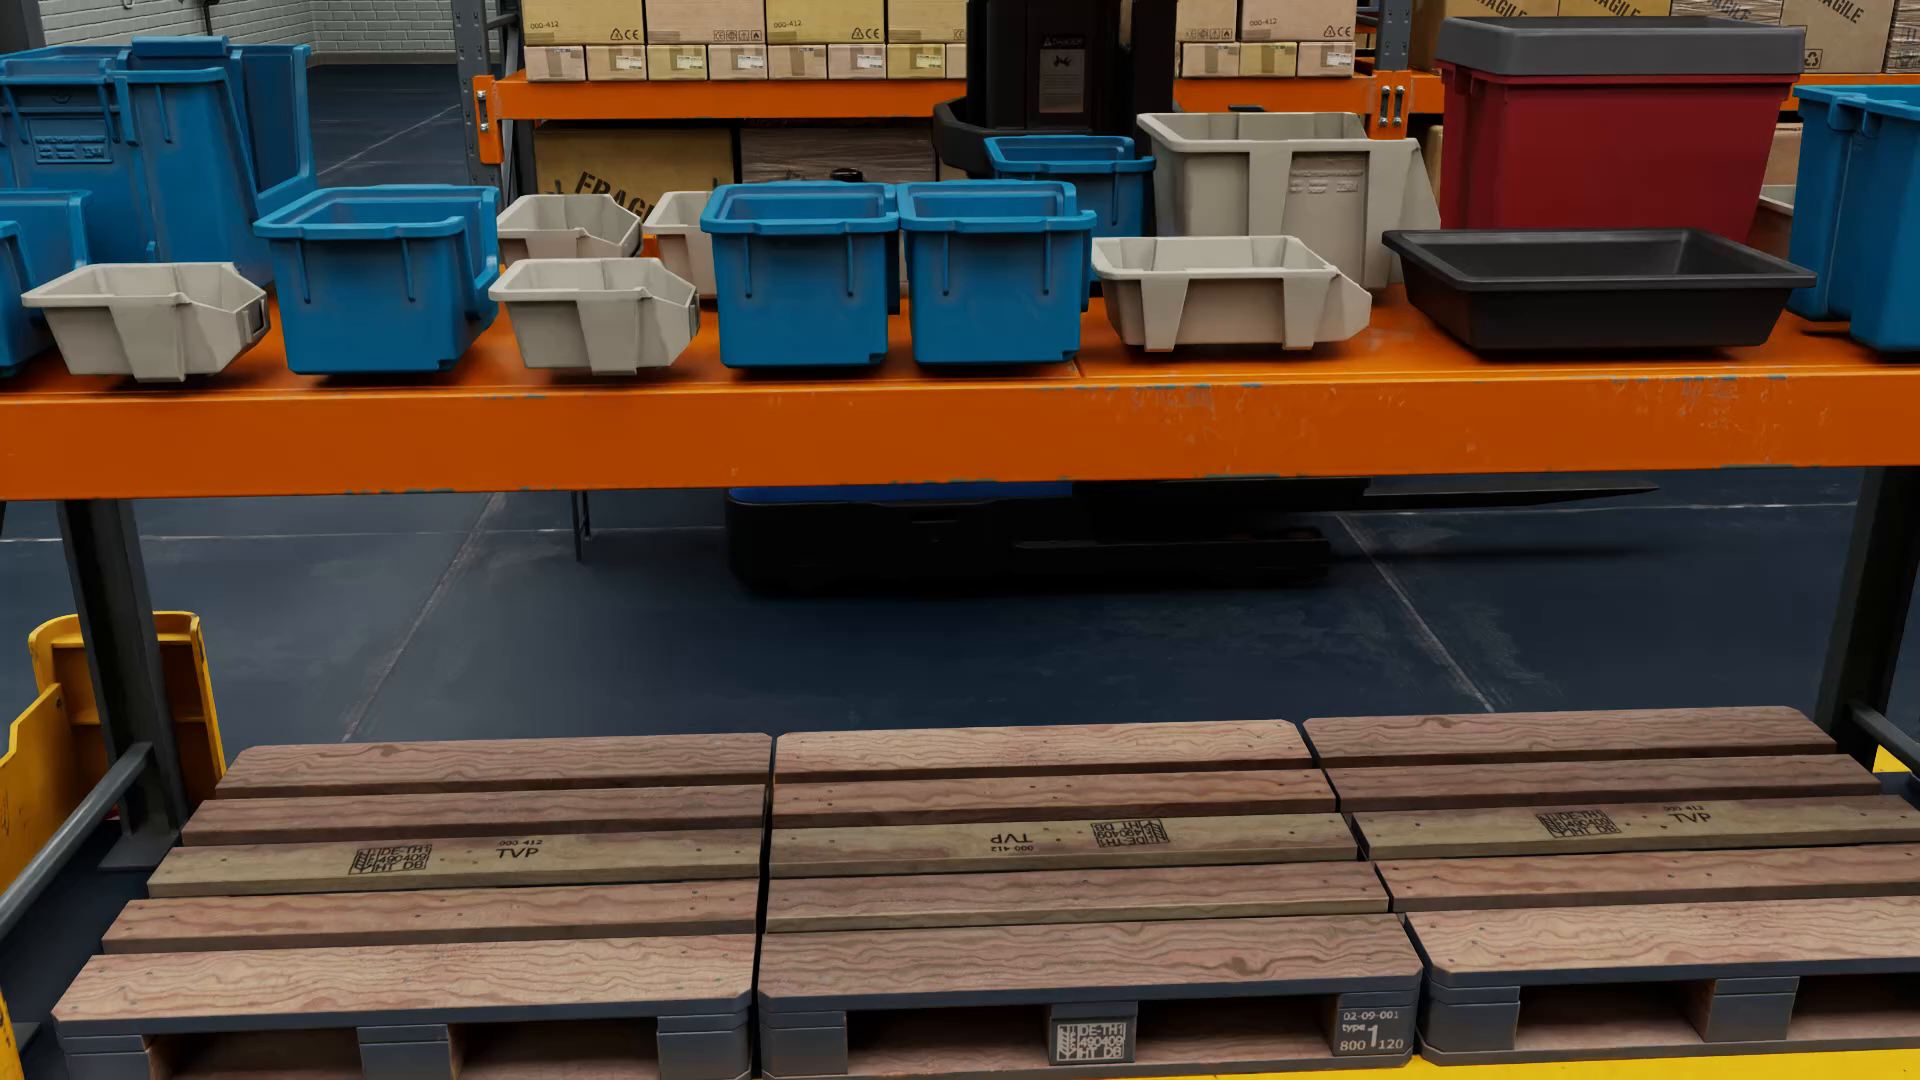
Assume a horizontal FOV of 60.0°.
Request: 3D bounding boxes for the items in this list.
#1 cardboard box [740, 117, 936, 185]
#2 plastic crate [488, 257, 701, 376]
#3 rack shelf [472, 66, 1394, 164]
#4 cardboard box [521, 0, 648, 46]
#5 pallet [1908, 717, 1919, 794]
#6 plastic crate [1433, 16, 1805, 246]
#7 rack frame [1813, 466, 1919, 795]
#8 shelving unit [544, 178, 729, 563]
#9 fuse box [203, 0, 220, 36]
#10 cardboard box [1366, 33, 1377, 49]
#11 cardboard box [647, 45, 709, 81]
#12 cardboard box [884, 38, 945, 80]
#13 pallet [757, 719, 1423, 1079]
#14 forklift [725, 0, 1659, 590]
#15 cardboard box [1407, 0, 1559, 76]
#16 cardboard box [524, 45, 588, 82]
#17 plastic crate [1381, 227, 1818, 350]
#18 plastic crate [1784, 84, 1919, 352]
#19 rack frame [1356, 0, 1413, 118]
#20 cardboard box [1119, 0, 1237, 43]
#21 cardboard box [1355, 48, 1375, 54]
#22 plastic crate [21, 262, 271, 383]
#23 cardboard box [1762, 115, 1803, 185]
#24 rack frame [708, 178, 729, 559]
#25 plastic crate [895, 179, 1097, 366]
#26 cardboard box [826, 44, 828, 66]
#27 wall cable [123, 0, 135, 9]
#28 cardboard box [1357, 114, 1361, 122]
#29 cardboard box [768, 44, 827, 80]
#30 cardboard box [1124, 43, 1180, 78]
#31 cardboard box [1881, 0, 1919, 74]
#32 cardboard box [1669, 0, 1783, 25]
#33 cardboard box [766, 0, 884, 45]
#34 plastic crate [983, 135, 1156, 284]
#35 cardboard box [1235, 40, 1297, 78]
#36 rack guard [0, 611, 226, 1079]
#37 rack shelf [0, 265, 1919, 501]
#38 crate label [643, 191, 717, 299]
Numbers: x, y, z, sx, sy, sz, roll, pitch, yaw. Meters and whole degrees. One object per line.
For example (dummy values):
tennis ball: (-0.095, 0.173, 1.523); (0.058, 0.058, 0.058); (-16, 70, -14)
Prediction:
cardboard box: (-0.569, -1.590, 7.977); (0.875, 0.875, 0.875); (-1, 21, -3)
plastic crate: (-0.562, -0.351, 2.613); (0.298, 0.136, 0.250); (-1, 21, -3)
rack shelf: (-0.116, -2.031, 7.751); (4.000, 0.370, 1.077); (-1, 21, -3)
cardboard box: (-1.618, -2.309, 7.263); (0.500, 0.250, 0.500); (-2, 21, -4)
pallet: (2.937, 0.654, 3.607); (1.213, 0.211, 1.003); (-1, 21, -3)
plastic crate: (1.258, -0.777, 3.272); (0.583, 0.464, 0.402); (-1, 21, -3)
rack frame: (2.164, -0.648, 3.108); (0.127, 3.000, 1.000); (-1, 21, -3)
shelving unit: (-1.008, -0.535, 5.339); (0.503, 1.200, 0.258); (-2, 21, -4)
fuse box: (-8.281, -5.871, 18.637); (0.414, 1.711, 0.539); (-1, 21, -3)
cardboard box: (4.615, -5.228, 17.533); (0.875, 0.875, 0.875); (-1, 21, -4)
cardboard box: (-1.227, -2.110, 7.301); (0.250, 0.149, 0.380); (-2, 21, -4)
cardboard box: (-0.204, -2.131, 7.355); (0.250, 0.149, 0.380); (-2, 21, -4)
pallet: (0.211, 0.709, 3.461); (1.213, 0.211, 1.003); (-1, 21, -3)
forklift: (0.757, -1.409, 5.203); (3.031, 2.935, 1.130); (-2, 21, -4)
cardboard box: (2.355, -2.375, 7.503); (0.500, 0.500, 0.500); (-1, 21, -3)
cardboard box: (-1.739, -2.099, 7.272); (0.250, 0.149, 0.380); (-1, 21, -2)
plastic crate: (1.062, -0.430, 2.836); (0.590, 0.125, 0.437); (-1, 21, -3)
plastic crate: (1.717, -0.538, 2.757); (0.575, 0.384, 0.392); (-1, 21, -3)
rack frame: (1.881, -2.408, 7.729); (0.127, 3.000, 1.000); (-1, 21, -3)
cardboard box: (0.939, -2.363, 7.405); (0.500, 0.250, 0.500); (-1, 21, -1)
cardboard box: (2.942, -3.661, 12.890); (0.500, 0.250, 0.500); (0, 21, 0)
plastic crate: (-1.239, -0.337, 2.577); (0.298, 0.136, 0.250); (-1, 21, -3)
cardboard box: (3.411, -1.650, 8.134); (0.875, 0.875, 1.225); (-2, 21, -5)
rack frame: (-0.765, -0.541, 5.356); (0.015, 1.200, 0.240); (-2, 21, -4)
plastic crate: (0.050, -0.438, 2.706); (0.300, 0.233, 0.416); (-1, 21, -3)
cardboard box: (-0.756, -2.355, 7.943); (0.250, 0.149, 0.380); (-2, 21, -4)
wall cable: (-8.306, -6.213, 16.253); (0.123, 1.953, 0.585); (-1, 21, -3)
cardboard box: (2.980, -3.132, 12.554); (0.500, 0.500, 0.500); (0, 21, -1)
cardboard box: (-0.713, -2.121, 7.328); (0.250, 0.149, 0.380); (-2, 21, -4)
cardboard box: (0.825, -2.152, 7.411); (0.250, 0.149, 0.380); (-1, 21, -2)
cardboard box: (4.380, -2.418, 7.616); (0.500, 0.500, 0.500); (-2, 21, -5)
cardboard box: (3.356, -2.396, 7.557); (0.500, 0.500, 0.500); (-2, 21, -4)
cardboard box: (-0.597, -2.331, 7.321); (0.500, 0.250, 0.500); (-2, 21, -5)
plastic crate: (0.206, -0.650, 3.263); (0.300, 0.233, 0.416); (-1, 21, -3)
cardboard box: (1.338, -2.162, 7.438); (0.250, 0.149, 0.380); (-1, 21, -2)
rack guard: (-1.853, 0.606, 3.326); (0.348, 0.500, 1.175); (-1, 21, -3)
rack shelf: (0.167, -0.271, 3.129); (4.000, 0.370, 1.077); (-1, 21, -3)
crate label: (-0.459, -0.568, 3.183); (0.243, 0.136, 0.396); (-1, 21, -3)
